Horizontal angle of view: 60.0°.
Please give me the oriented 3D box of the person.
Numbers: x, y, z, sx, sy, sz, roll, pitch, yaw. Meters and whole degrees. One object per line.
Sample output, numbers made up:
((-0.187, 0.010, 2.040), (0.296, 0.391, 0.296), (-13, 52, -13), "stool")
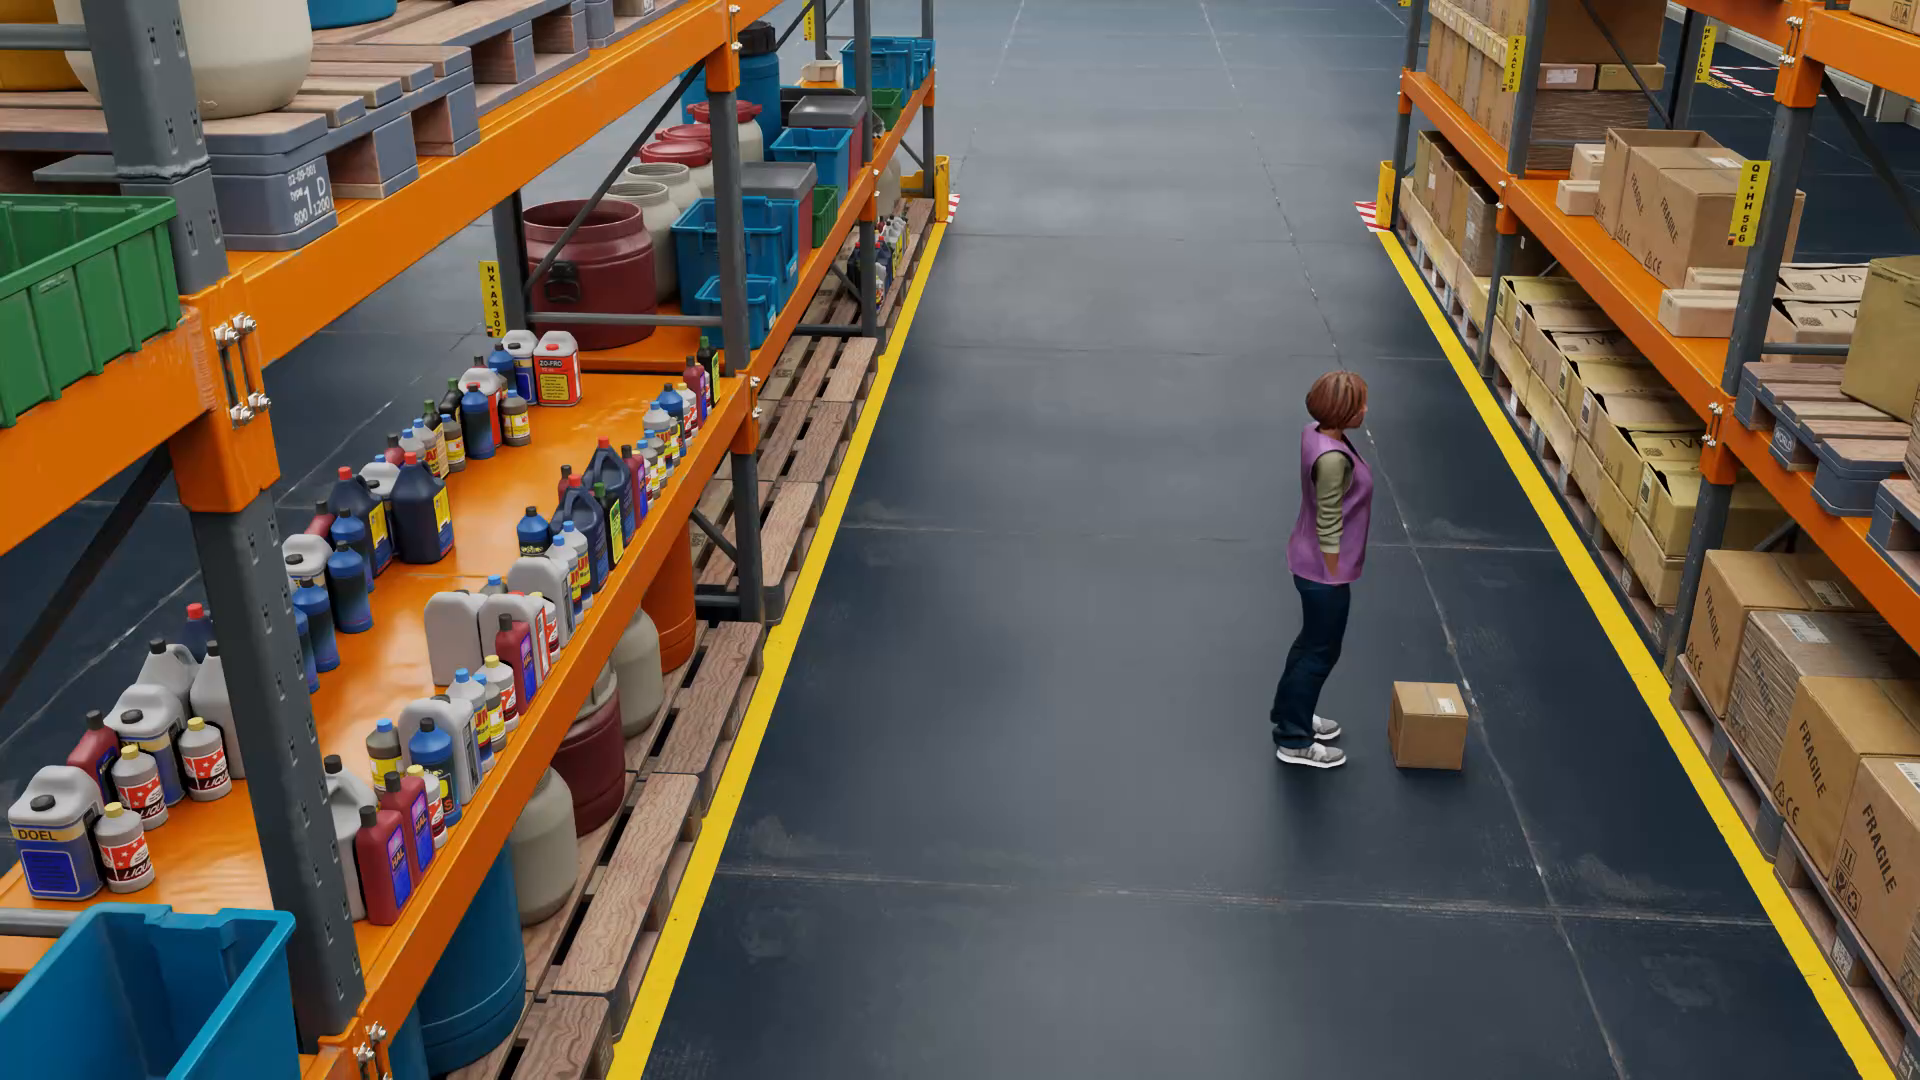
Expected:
((1.399, 0.107, 6.390), (0.304, 1.599, 0.406), (2, 25, 5), "person")
